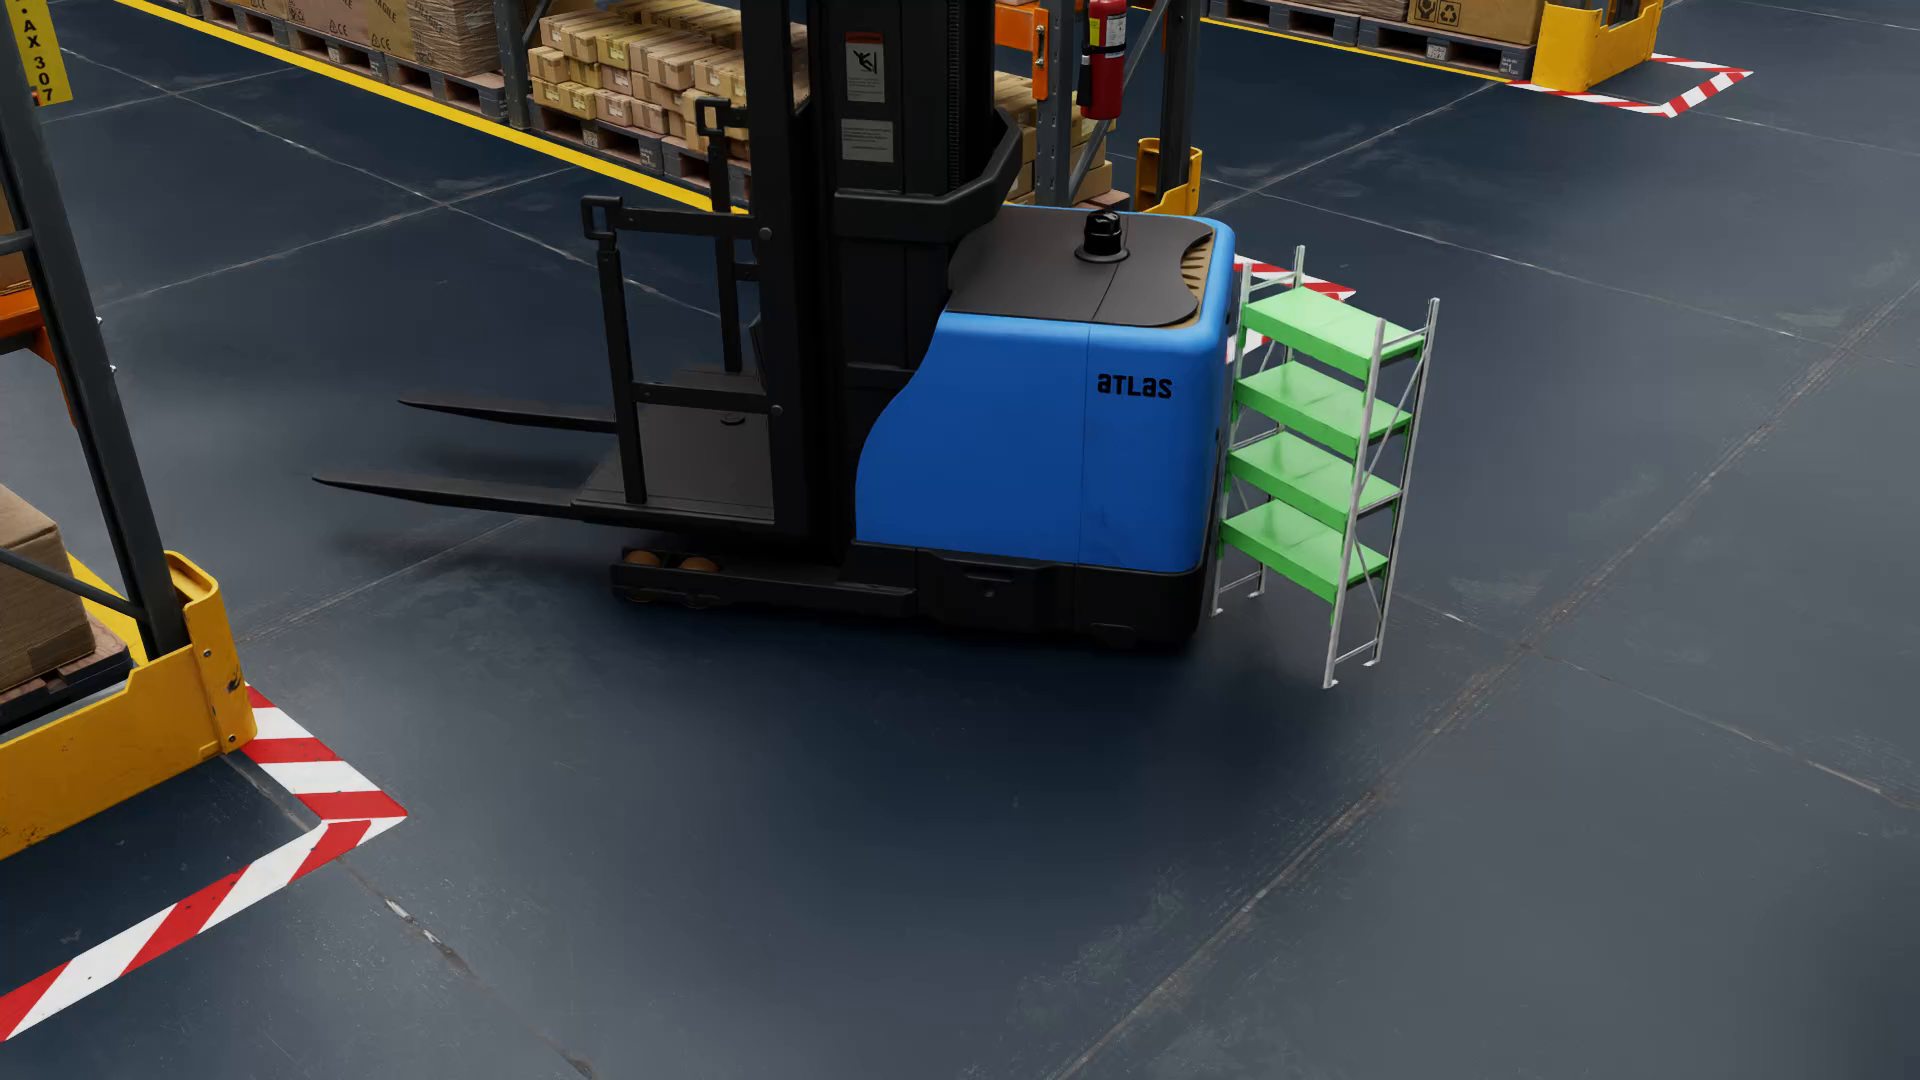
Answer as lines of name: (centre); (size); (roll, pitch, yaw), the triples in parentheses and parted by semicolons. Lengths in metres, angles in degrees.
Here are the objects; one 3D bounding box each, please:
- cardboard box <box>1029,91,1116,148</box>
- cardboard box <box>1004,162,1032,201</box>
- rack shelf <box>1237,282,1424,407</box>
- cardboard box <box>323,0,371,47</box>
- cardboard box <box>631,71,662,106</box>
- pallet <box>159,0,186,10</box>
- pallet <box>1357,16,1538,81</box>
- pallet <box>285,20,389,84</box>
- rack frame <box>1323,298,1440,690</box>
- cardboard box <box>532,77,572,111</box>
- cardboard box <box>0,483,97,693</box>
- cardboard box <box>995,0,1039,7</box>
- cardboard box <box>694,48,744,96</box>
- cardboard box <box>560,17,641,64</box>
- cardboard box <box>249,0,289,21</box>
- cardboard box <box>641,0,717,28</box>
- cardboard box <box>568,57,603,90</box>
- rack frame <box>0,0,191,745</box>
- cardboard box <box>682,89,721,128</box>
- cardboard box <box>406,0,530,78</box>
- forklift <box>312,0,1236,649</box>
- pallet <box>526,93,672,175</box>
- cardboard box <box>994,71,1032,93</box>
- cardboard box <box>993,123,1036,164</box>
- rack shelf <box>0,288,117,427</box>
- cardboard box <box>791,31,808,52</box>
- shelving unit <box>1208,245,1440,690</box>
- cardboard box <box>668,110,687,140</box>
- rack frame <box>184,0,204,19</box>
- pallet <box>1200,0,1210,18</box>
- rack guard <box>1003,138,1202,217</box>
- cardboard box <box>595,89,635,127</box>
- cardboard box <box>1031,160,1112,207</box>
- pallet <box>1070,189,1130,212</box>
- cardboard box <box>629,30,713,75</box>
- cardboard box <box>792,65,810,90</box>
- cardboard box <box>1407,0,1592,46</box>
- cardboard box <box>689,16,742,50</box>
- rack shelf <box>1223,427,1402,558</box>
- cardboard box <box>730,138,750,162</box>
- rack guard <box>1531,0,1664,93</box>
cardboard box: (0.540, -2.018, 7.975); (0.250, 0.149, 0.380); (23, 38, 33)
cardboard box: (0.118, -1.653, 7.657); (0.250, 0.149, 0.380); (24, 38, 34)
rack shelf: (1.051, -0.561, 4.707); (0.258, 0.148, 0.480); (-21, 37, -31)
cardboard box: (-3.740, -3.504, 10.678); (0.500, 0.500, 0.500); (24, 39, 34)
cardboard box: (-1.560, -2.498, 9.060); (0.250, 0.149, 0.380); (23, 38, 33)
pallet: (-5.764, -4.370, 12.804); (1.213, 0.211, 1.003); (25, 39, 35)
pallet: (3.459, -3.408, 11.206); (1.213, 0.211, 1.003); (25, 39, 35)
pallet: (-3.752, -3.375, 11.151); (1.213, 0.211, 1.003); (25, 39, 35)
rack frame: (1.197, -0.103, 4.757); (0.240, 1.200, 0.015); (-21, 37, -31)
cardboard box: (-2.210, -2.588, 9.497); (0.250, 0.149, 0.380); (23, 38, 33)
cardboard box: (-3.102, 0.162, 4.650); (0.875, 0.438, 0.875); (24, 38, 34)
cardboard box: (0.270, -2.391, 7.057); (0.250, 0.149, 0.380); (25, 39, 35)
cardboard box: (-1.163, -2.443, 8.680); (0.250, 0.149, 0.380); (23, 38, 33)
cardboard box: (-1.984, -2.775, 9.232); (0.380, 0.149, 0.250); (-27, 40, -37)
cardboard box: (-4.502, -3.857, 11.264); (0.500, 0.500, 0.500); (26, 39, 36)
cardboard box: (-1.610, -2.995, 9.596); (0.250, 0.149, 0.380); (26, 39, 36)
cardboard box: (-1.963, -2.663, 9.334); (0.250, 0.149, 0.380); (25, 39, 35)
rack frame: (-2.546, -0.566, 3.782); (0.127, 3.000, 1.000); (25, 39, 35)
cardboard box: (-1.227, -2.282, 8.701); (0.250, 0.149, 0.380); (25, 39, 35)
cardboard box: (-2.983, -3.147, 10.086); (0.500, 0.500, 0.500); (24, 39, 34)
forklift: (-0.664, -1.291, 5.053); (3.031, 2.935, 1.130); (6, 32, 10)
pallet: (-1.743, -2.465, 9.639); (1.213, 0.211, 1.003); (25, 39, 35)
cardboard box: (0.154, -2.204, 8.283); (0.250, 0.149, 0.380); (25, 39, 35)
cardboard box: (0.138, -1.794, 7.601); (0.250, 0.149, 0.380); (26, 39, 36)
rack shelf: (-4.029, -0.950, 5.117); (4.000, 0.370, 1.077); (25, 39, 35)
cardboard box: (-0.810, -2.645, 9.015); (0.250, 0.149, 0.380); (23, 38, 33)
shelving unit: (1.049, -0.205, 4.923); (0.258, 1.200, 0.503); (-21, 37, -31)
cardboard box: (-1.349, -2.281, 8.988); (0.250, 0.149, 0.380); (23, 38, 33)
rack frame: (-5.231, -5.263, 11.583); (0.127, 3.000, 1.000); (25, 39, 35)
pallet: (1.650, -4.252, 12.609); (1.213, 0.211, 1.003); (25, 39, 35)
rack guard: (0.645, -1.449, 7.673); (0.348, 0.500, 1.175); (25, 39, 35)
cardboard box: (-1.794, -2.430, 9.234); (0.250, 0.149, 0.380); (25, 39, 35)
cardboard box: (0.527, -1.756, 8.116); (0.250, 0.149, 0.380); (26, 40, 36)
pallet: (0.066, -1.620, 8.237); (1.213, 0.211, 1.003); (25, 39, 35)
cardboard box: (-1.555, -2.625, 8.982); (0.250, 0.149, 0.380); (24, 38, 34)
cardboard box: (-0.794, -2.263, 8.380); (0.250, 0.149, 0.380); (24, 38, 34)
cardboard box: (3.576, -3.816, 10.834); (0.875, 0.875, 0.875); (25, 39, 35)
cardboard box: (-1.281, -2.792, 9.259); (0.250, 0.149, 0.380); (27, 40, 37)
rack shelf: (1.048, -0.150, 4.956); (0.258, 0.148, 0.480); (-21, 37, -31)
cardboard box: (-0.975, -2.093, 8.675); (0.250, 0.149, 0.380); (26, 40, 36)
rack guard: (4.122, -3.276, 10.708); (0.348, 0.500, 1.175); (25, 39, 35)
